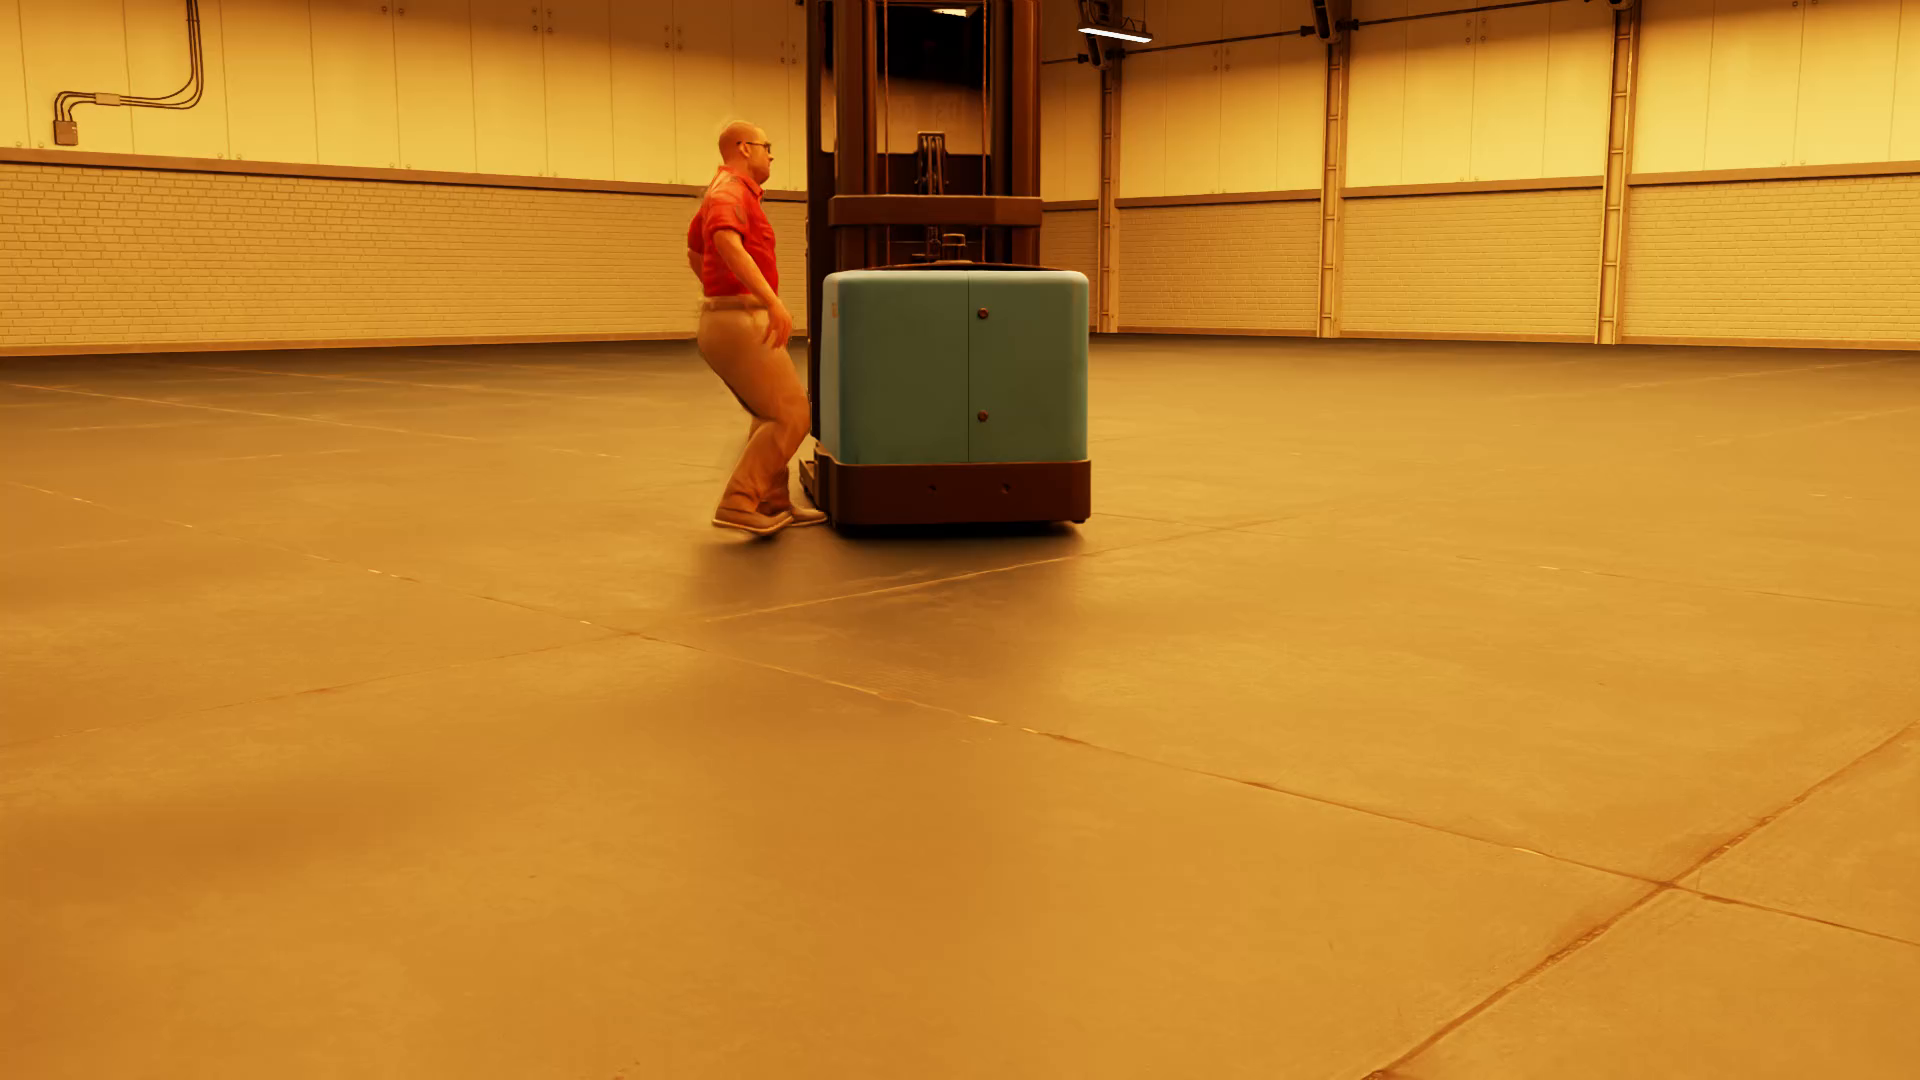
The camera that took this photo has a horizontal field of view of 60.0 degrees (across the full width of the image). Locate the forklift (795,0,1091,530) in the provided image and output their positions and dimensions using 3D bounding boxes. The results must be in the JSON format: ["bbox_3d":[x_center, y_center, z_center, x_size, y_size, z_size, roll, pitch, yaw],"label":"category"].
[{"bbox_3d":[-0.207,-1.671,7.968,1.130,2.935,3.031,-1,9,-9],"label":"forklift"}]

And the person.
[{"bbox_3d":[-0.782,-0.842,6.750,0.573,1.680,0.901,-2,9,-14],"label":"person"}]
